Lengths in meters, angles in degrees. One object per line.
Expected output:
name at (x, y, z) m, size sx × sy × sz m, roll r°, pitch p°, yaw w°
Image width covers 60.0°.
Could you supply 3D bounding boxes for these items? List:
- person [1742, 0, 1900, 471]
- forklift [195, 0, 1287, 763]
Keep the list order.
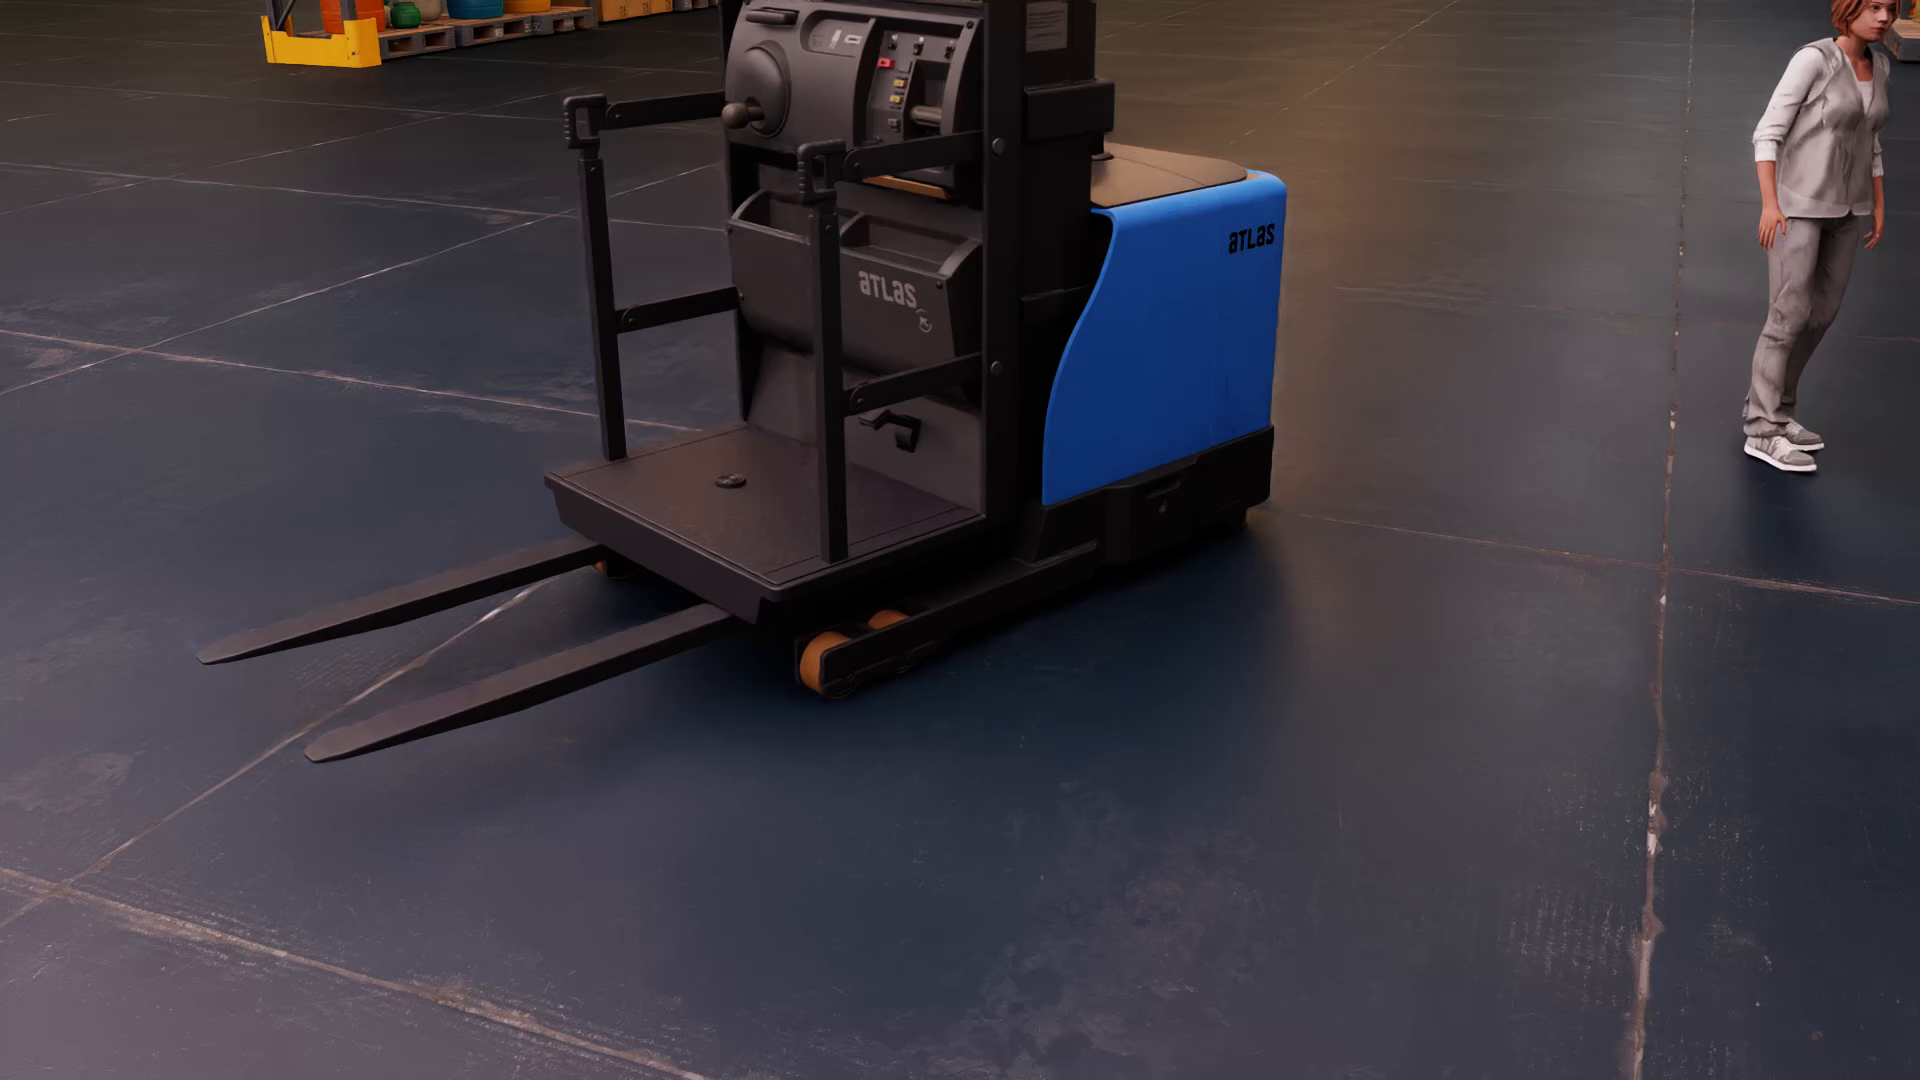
person at (2.917, -1.055, 5.545) m, size 0.560 × 1.602 × 0.457 m, roll -11°, pitch 25°, yaw -24°
forklift at (-0.448, -1.181, 4.119) m, size 3.031 × 2.935 × 1.130 m, roll -20°, pitch 30°, yaw -39°
